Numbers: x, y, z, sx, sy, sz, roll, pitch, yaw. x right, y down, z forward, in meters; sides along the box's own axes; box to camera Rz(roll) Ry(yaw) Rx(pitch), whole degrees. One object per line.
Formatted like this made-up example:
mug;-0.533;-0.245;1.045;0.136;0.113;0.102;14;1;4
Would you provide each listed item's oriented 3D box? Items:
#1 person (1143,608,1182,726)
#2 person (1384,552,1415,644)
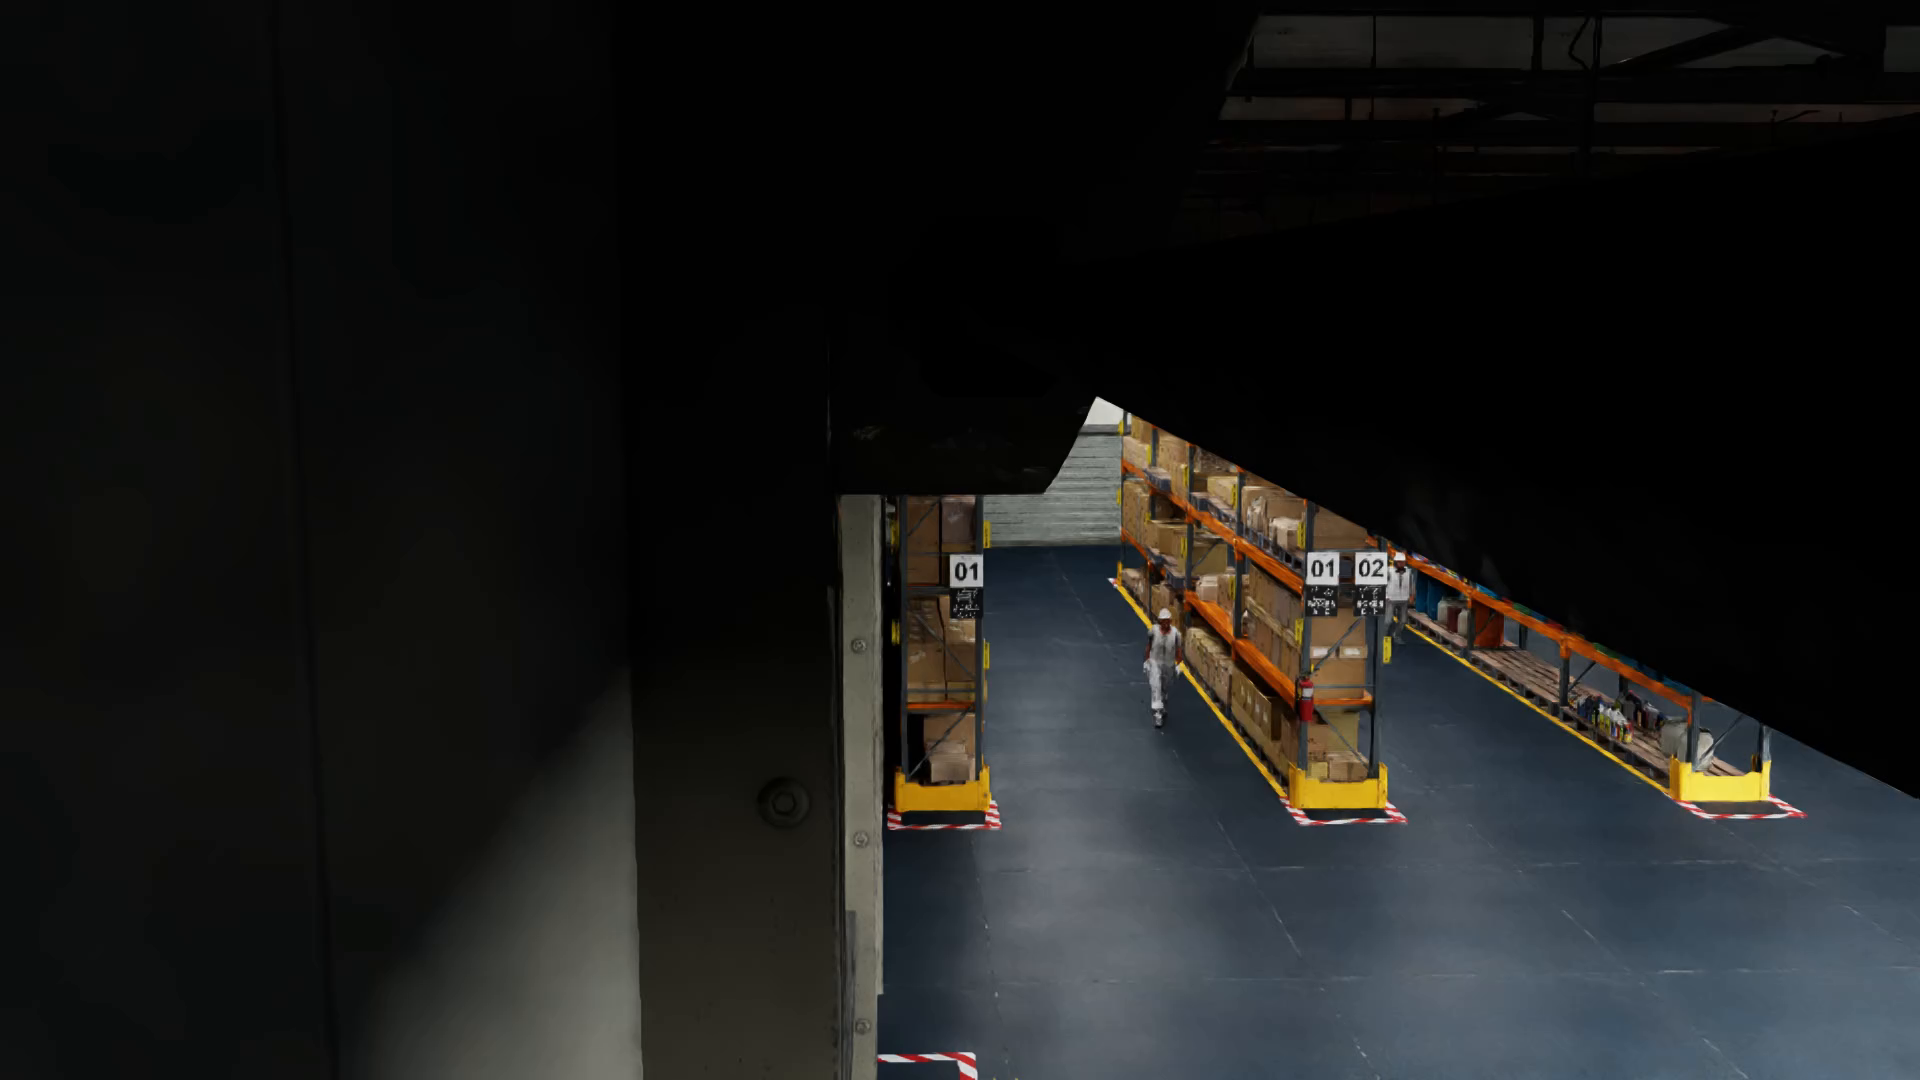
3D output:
person;3.024;1.845;24.639;0.551;1.707;1.109;-1;8;-4
person;7.900;1.053;30.122;0.677;1.726;0.574;-1;8;-4
